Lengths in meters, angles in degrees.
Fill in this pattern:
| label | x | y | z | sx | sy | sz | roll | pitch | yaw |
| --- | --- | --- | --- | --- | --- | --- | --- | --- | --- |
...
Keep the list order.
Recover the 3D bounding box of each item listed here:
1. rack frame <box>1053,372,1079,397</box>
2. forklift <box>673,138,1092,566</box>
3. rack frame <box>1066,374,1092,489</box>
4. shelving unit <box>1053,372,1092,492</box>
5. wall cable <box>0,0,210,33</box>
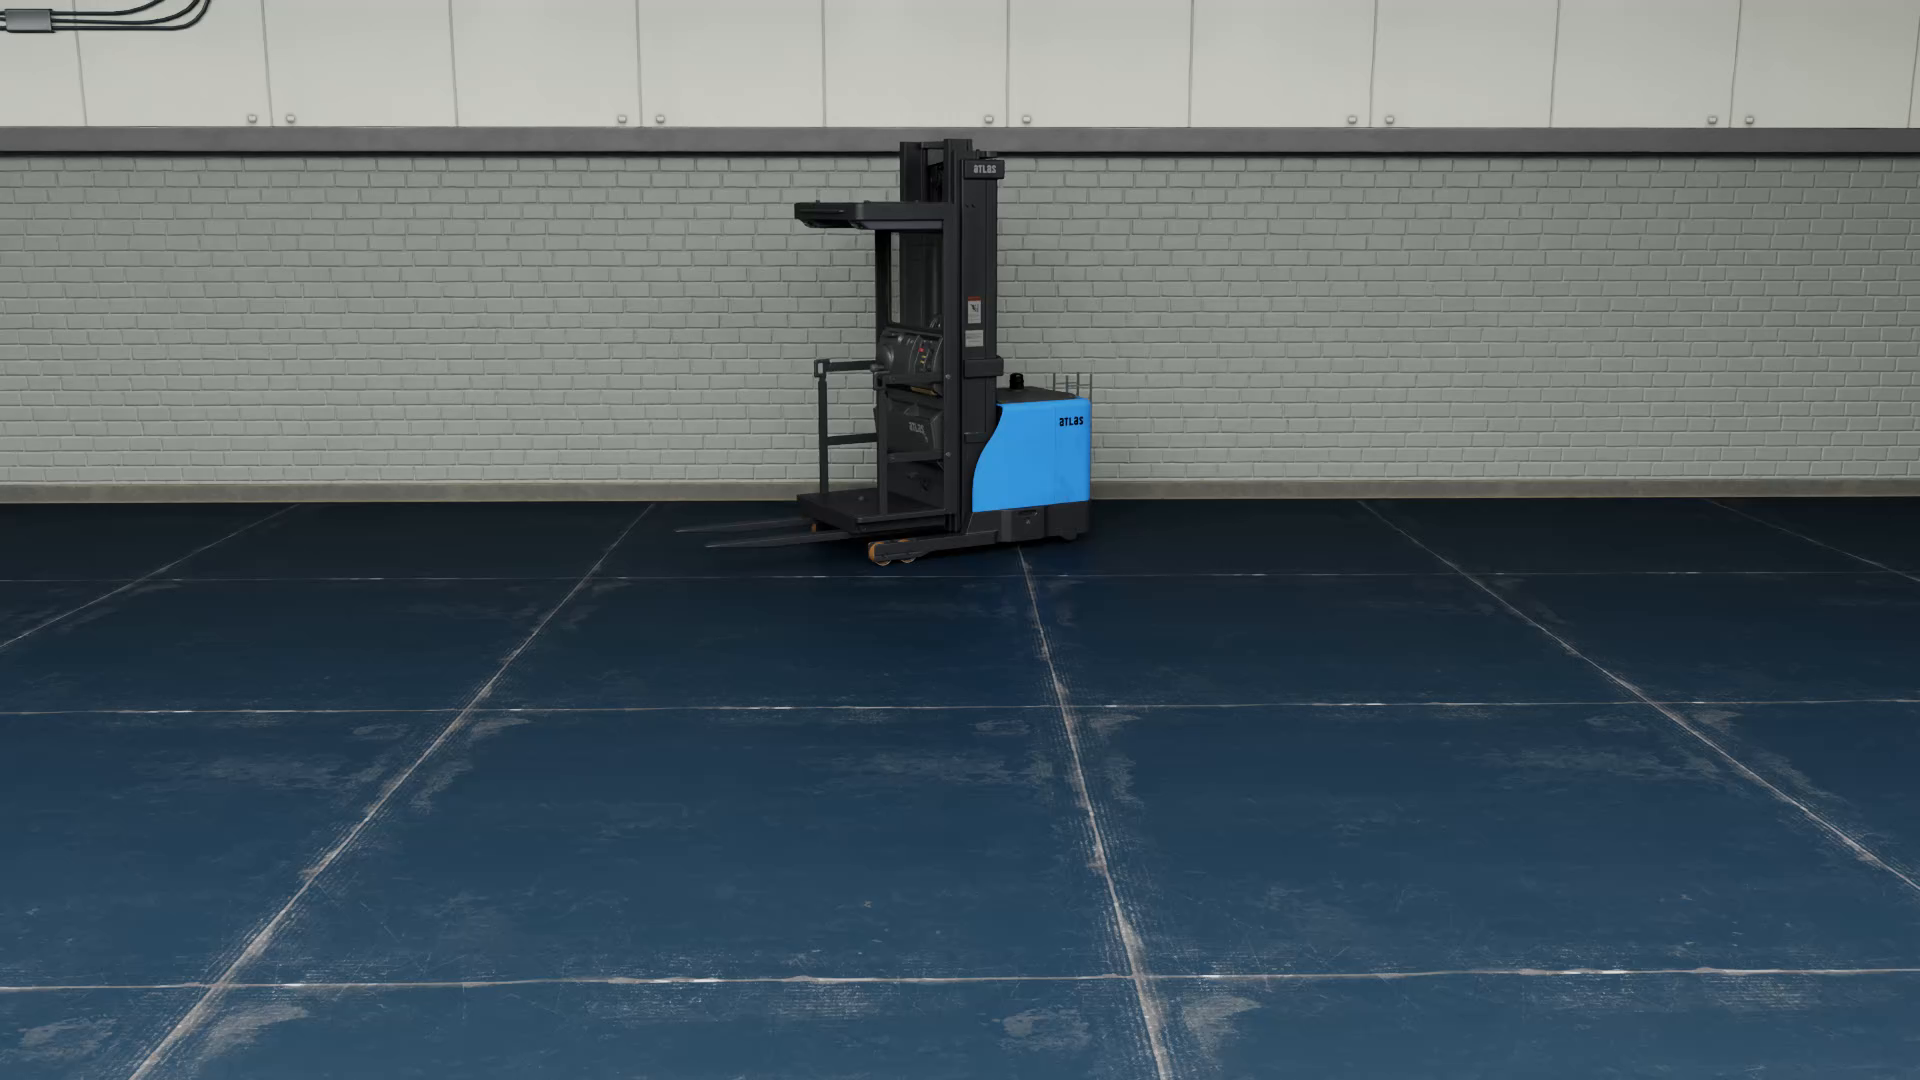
| label | x | y | z | sx | sy | sz | roll | pitch | yaw |
| --- | --- | --- | --- | --- | --- | --- | --- | --- | --- |
| rack frame | 0.827 | -0.716 | 13.069 | 0.240 | 1.200 | 0.006 | -6 | 13 | -28 |
| forklift | -0.549 | -1.376 | 11.969 | 3.031 | 2.935 | 1.130 | -6 | 13 | -28 |
| rack frame | 0.916 | -0.684 | 12.912 | 0.240 | 1.200 | 0.006 | -6 | 13 | -28 |
| shelving unit | 0.872 | -0.700 | 12.991 | 0.258 | 1.200 | 0.189 | -6 | 13 | -28 |
| wall cable | -7.104 | -6.383 | 12.837 | 2.305 | 6.003 | 0.169 | 0 | 11 | -1 |
